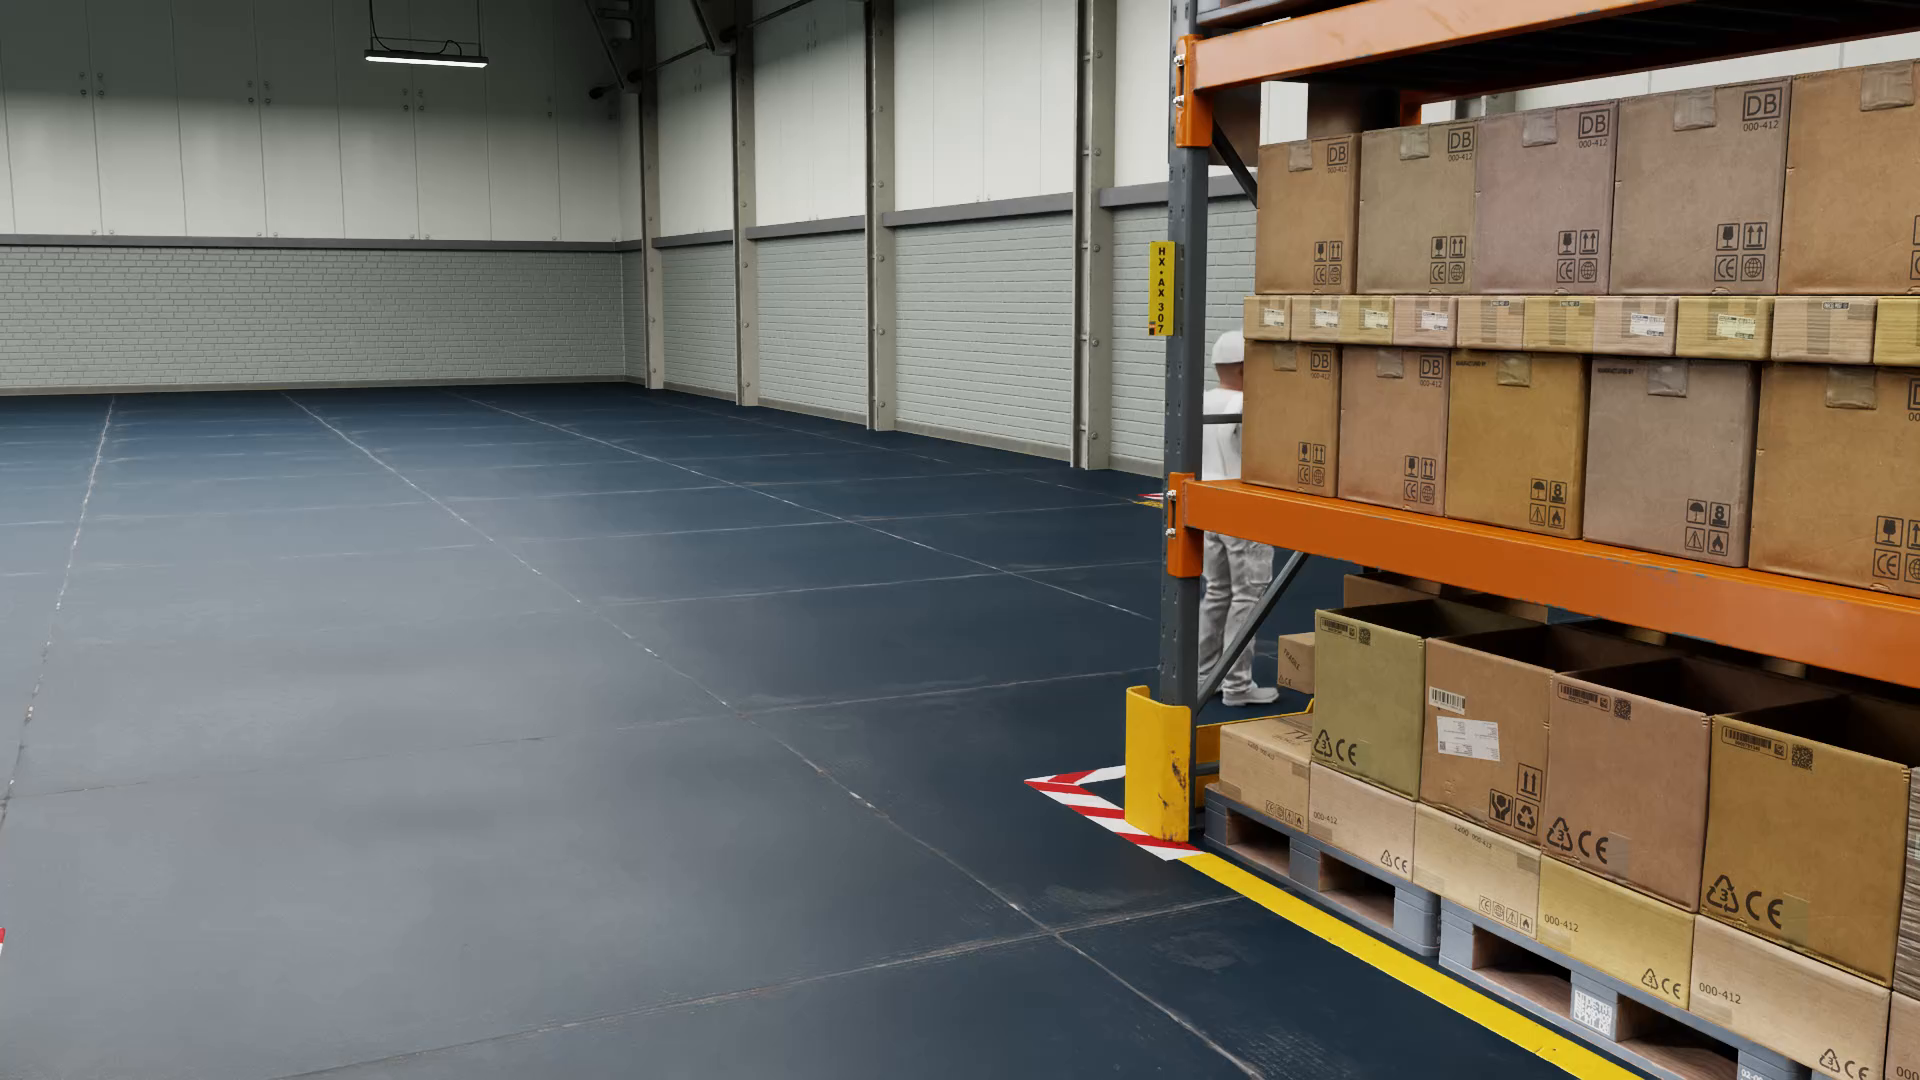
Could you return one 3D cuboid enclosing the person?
[{"bbox_3d":[1.322,-0.111,8.022,0.355,1.782,0.545,-4,9,-25],"label":"person"}]
